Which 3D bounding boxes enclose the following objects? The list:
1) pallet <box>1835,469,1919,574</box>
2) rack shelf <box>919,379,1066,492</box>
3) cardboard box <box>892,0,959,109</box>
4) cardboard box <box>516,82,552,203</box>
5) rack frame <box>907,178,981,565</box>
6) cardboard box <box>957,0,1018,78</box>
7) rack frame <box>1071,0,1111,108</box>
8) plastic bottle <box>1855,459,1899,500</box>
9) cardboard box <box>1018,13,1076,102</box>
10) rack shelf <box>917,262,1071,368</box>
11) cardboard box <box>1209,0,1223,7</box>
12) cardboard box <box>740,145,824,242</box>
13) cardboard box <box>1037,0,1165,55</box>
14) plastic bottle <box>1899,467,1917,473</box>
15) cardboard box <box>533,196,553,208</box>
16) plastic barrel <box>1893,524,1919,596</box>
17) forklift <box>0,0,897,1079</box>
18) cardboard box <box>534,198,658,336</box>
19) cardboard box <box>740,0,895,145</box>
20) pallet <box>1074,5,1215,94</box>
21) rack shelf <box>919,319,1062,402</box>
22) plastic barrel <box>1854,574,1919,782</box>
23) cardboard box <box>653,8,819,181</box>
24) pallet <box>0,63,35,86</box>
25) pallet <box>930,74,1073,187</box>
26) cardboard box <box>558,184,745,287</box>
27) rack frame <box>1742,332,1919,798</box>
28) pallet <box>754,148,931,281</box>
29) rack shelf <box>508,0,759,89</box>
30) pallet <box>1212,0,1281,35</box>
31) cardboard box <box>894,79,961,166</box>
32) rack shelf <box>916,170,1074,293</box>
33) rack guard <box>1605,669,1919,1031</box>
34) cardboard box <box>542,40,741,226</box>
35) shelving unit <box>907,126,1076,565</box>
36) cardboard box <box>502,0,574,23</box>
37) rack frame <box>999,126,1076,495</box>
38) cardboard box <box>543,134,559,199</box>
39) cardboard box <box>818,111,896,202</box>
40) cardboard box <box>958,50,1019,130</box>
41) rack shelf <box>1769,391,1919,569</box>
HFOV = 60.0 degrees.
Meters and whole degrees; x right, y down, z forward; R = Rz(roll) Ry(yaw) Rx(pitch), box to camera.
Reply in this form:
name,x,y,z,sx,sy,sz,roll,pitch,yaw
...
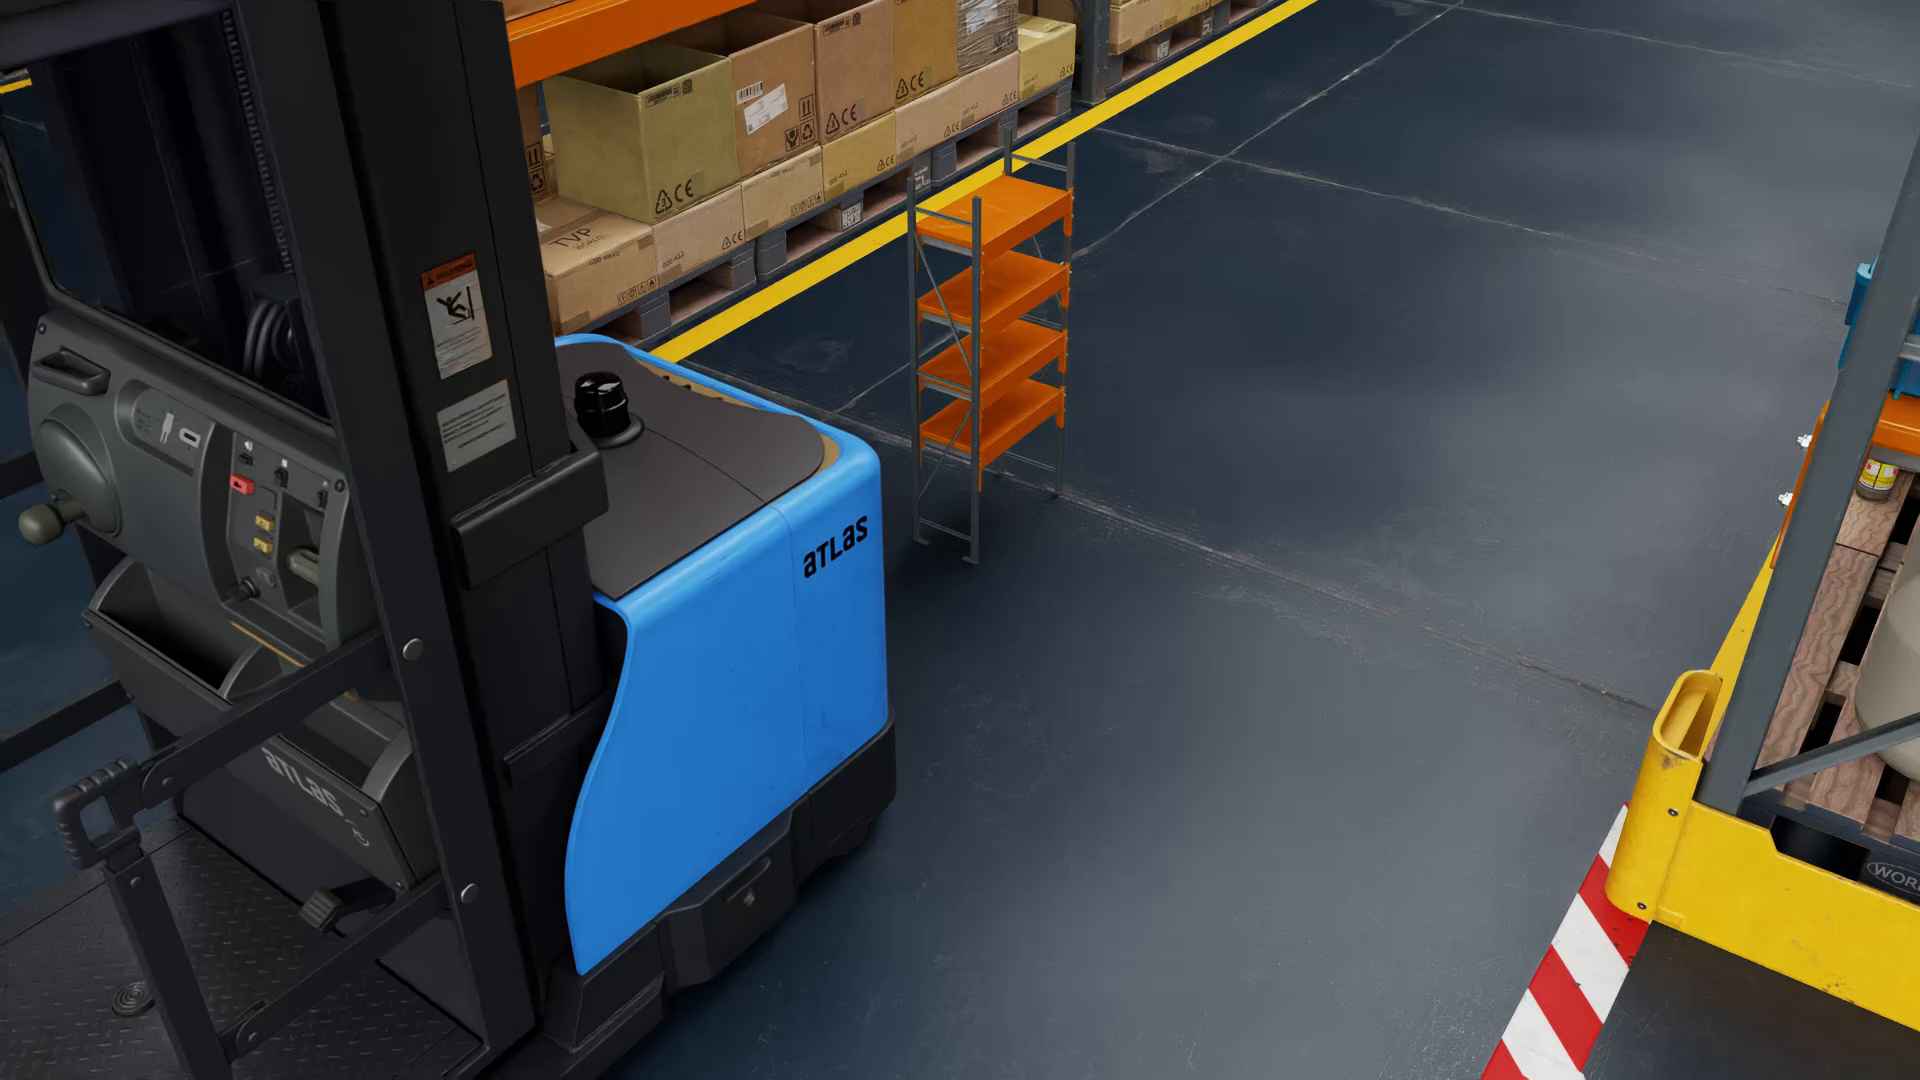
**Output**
name,x,y,z,sx,sy,sz,roll,pitch,yaw
pallet,3.266,-0.049,5.135,1.003,0.211,1.213,21,39,28
rack shelf,0.094,-0.353,5.175,0.258,0.148,0.480,21,39,28
cardboard box,-0.350,-2.253,7.314,0.500,0.500,0.500,21,39,28
cardboard box,-1.908,-1.495,6.193,0.500,0.500,0.500,21,39,28
rack frame,-0.045,-0.461,4.860,0.240,1.200,0.015,21,39,28
cardboard box,-0.068,-2.484,7.656,0.500,0.500,0.500,21,39,28
rack frame,0.311,-3.648,7.967,1.000,3.000,0.127,21,39,28
plastic bottle,2.785,-0.232,5.020,0.097,0.201,0.097,0,34,0
cardboard box,0.226,-2.400,8.200,0.500,0.250,0.500,21,39,28
rack shelf,0.094,-0.703,4.939,0.258,0.148,0.480,21,39,28
cardboard box,1.330,-3.263,9.478,0.500,0.250,0.500,20,39,27
cardboard box,-0.913,-1.479,6.839,0.500,0.250,0.500,21,39,28
cardboard box,0.745,-2.789,8.777,0.500,0.250,0.500,20,39,27
plastic bottle,2.951,-0.370,5.158,0.152,0.276,0.135,22,40,29
cardboard box,-1.906,-1.183,6.402,0.500,0.250,0.500,21,39,28
plastic barrel,2.696,0.075,4.307,0.421,0.512,0.421,0,34,0
forklift,1.074,-1.293,3.860,3.137,3.703,8.740,23,40,30
cardboard box,-1.481,-1.018,6.157,0.500,0.250,0.500,21,39,28
cardboard box,-0.624,-2.018,6.967,0.500,0.500,0.500,21,39,28
pallet,0.699,-2.844,9.268,1.003,0.211,1.213,21,39,28
rack shelf,0.094,-0.550,5.042,0.221,0.050,0.457,21,39,28
plastic barrel,2.410,0.306,3.966,0.421,0.512,0.421,0,34,0
cardboard box,-0.923,-1.793,6.635,0.500,0.500,0.500,21,39,28
pallet,-5.506,-2.630,8.951,1.003,0.211,1.213,21,39,28
pallet,-0.177,-2.140,8.226,1.003,0.211,1.213,21,39,28
cardboard box,-1.199,-1.249,6.499,0.500,0.250,0.500,21,39,28
rack frame,2.100,-0.222,2.901,0.949,2.616,0.053,21,39,28
pallet,-0.872,-1.577,7.393,1.003,0.211,1.213,21,39,28
rack shelf,-0.829,-2.430,6.807,1.077,0.370,4.000,21,39,28
pallet,1.394,-3.408,10.101,1.003,0.211,1.213,21,39,28
cardboard box,-0.340,-1.938,7.518,0.500,0.250,0.500,21,39,28
rack shelf,0.094,-0.899,4.806,0.258,0.148,0.480,21,39,28
rack guard,2.102,0.762,3.677,1.175,0.500,0.348,21,39,28
cardboard box,-1.197,-1.559,6.288,0.500,0.500,0.500,21,39,28
shelving unit,0.094,-0.573,5.027,0.258,1.200,0.503,21,39,28
cardboard box,-1.693,-2.059,5.528,0.700,0.500,0.500,21,39,28
rack frame,0.234,-0.685,5.193,0.240,1.200,0.015,21,39,28
cardboard box,-1.631,-1.417,6.748,0.500,0.250,0.500,21,39,28
cardboard box,-0.624,-1.708,7.177,0.500,0.250,0.500,21,39,28
cardboard box,-0.067,-2.173,7.865,0.500,0.250,0.500,21,39,28
rack shelf,3.238,-0.846,4.465,1.077,0.370,4.000,21,39,28
